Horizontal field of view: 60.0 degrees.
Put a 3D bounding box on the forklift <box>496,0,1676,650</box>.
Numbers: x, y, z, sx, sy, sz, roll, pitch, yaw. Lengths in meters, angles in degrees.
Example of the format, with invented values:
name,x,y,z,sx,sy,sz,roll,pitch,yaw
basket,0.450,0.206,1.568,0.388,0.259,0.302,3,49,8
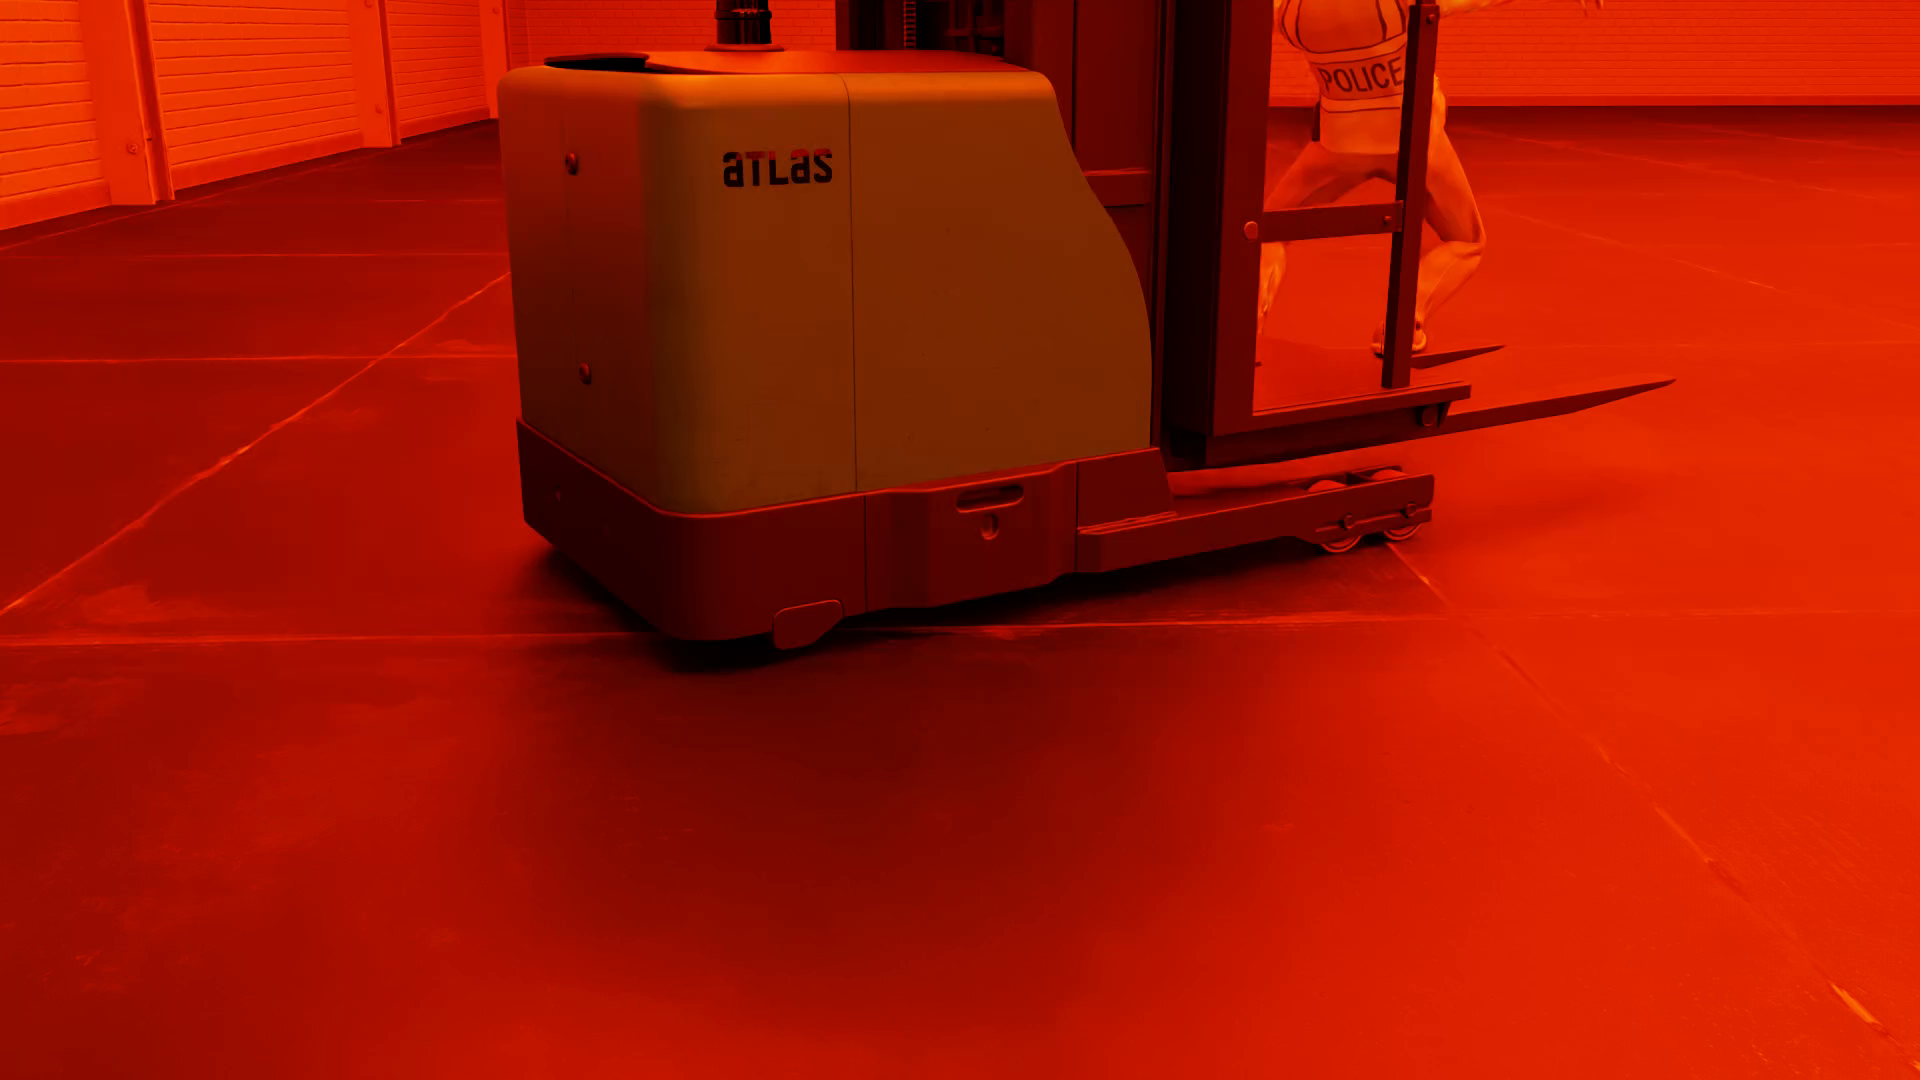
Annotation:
name,x,y,z,sx,sy,sz,roll,pitch,yaw
forklift,0.524,-1.493,3.789,3.031,2.935,1.130,-10,20,-29

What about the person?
name,x,y,z,sx,sy,sz,roll,pitch,yaw
person,1.299,-1.200,4.768,0.972,1.459,0.714,6,18,18
